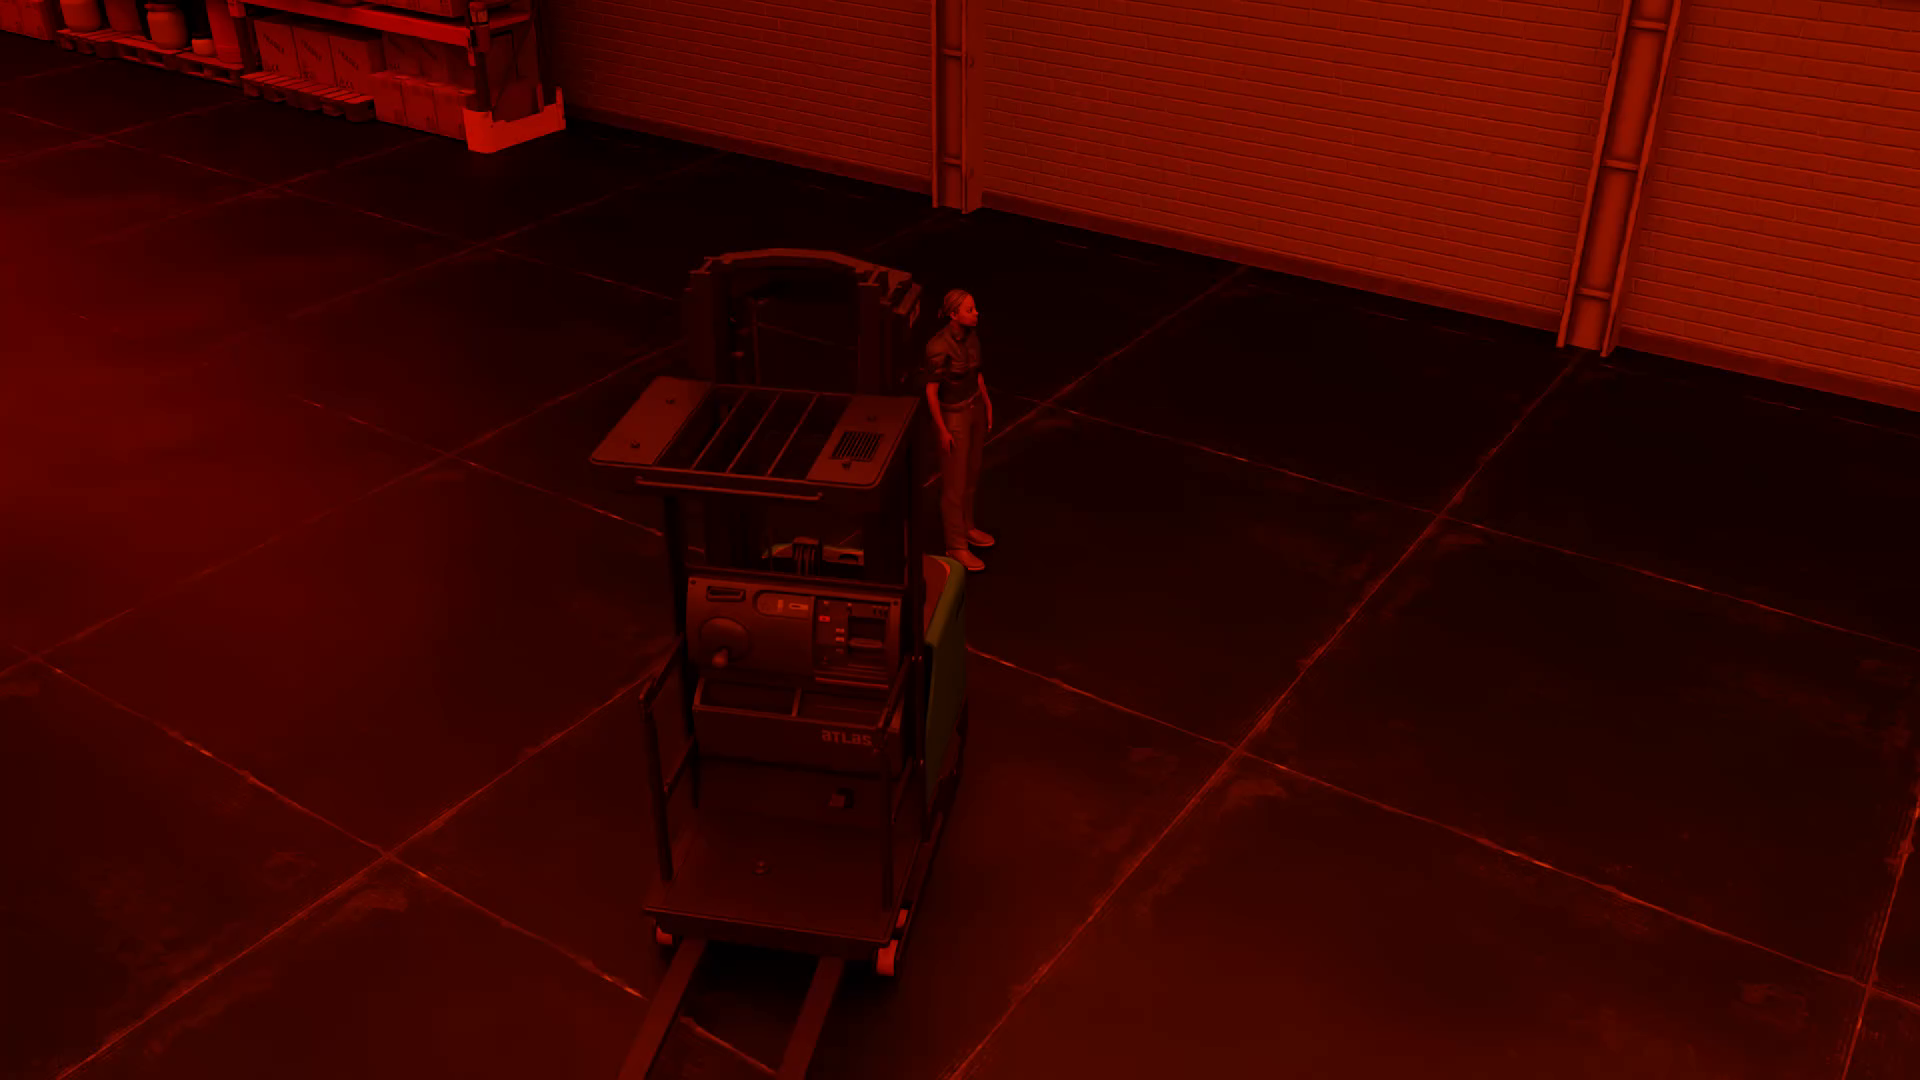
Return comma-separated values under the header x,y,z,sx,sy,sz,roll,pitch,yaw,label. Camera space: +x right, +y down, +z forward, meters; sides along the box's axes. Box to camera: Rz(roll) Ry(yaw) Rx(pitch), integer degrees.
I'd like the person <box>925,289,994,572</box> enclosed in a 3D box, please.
x,y,z,sx,sy,sz,roll,pitch,yaw,label
0.061,-0.689,10.024,0.504,1.654,0.569,19,35,29,person

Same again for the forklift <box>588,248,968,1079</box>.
x,y,z,sx,sy,sz,roll,pitch,yaw,label
-0.742,0.428,6.844,1.130,2.935,3.031,6,31,9,forklift
